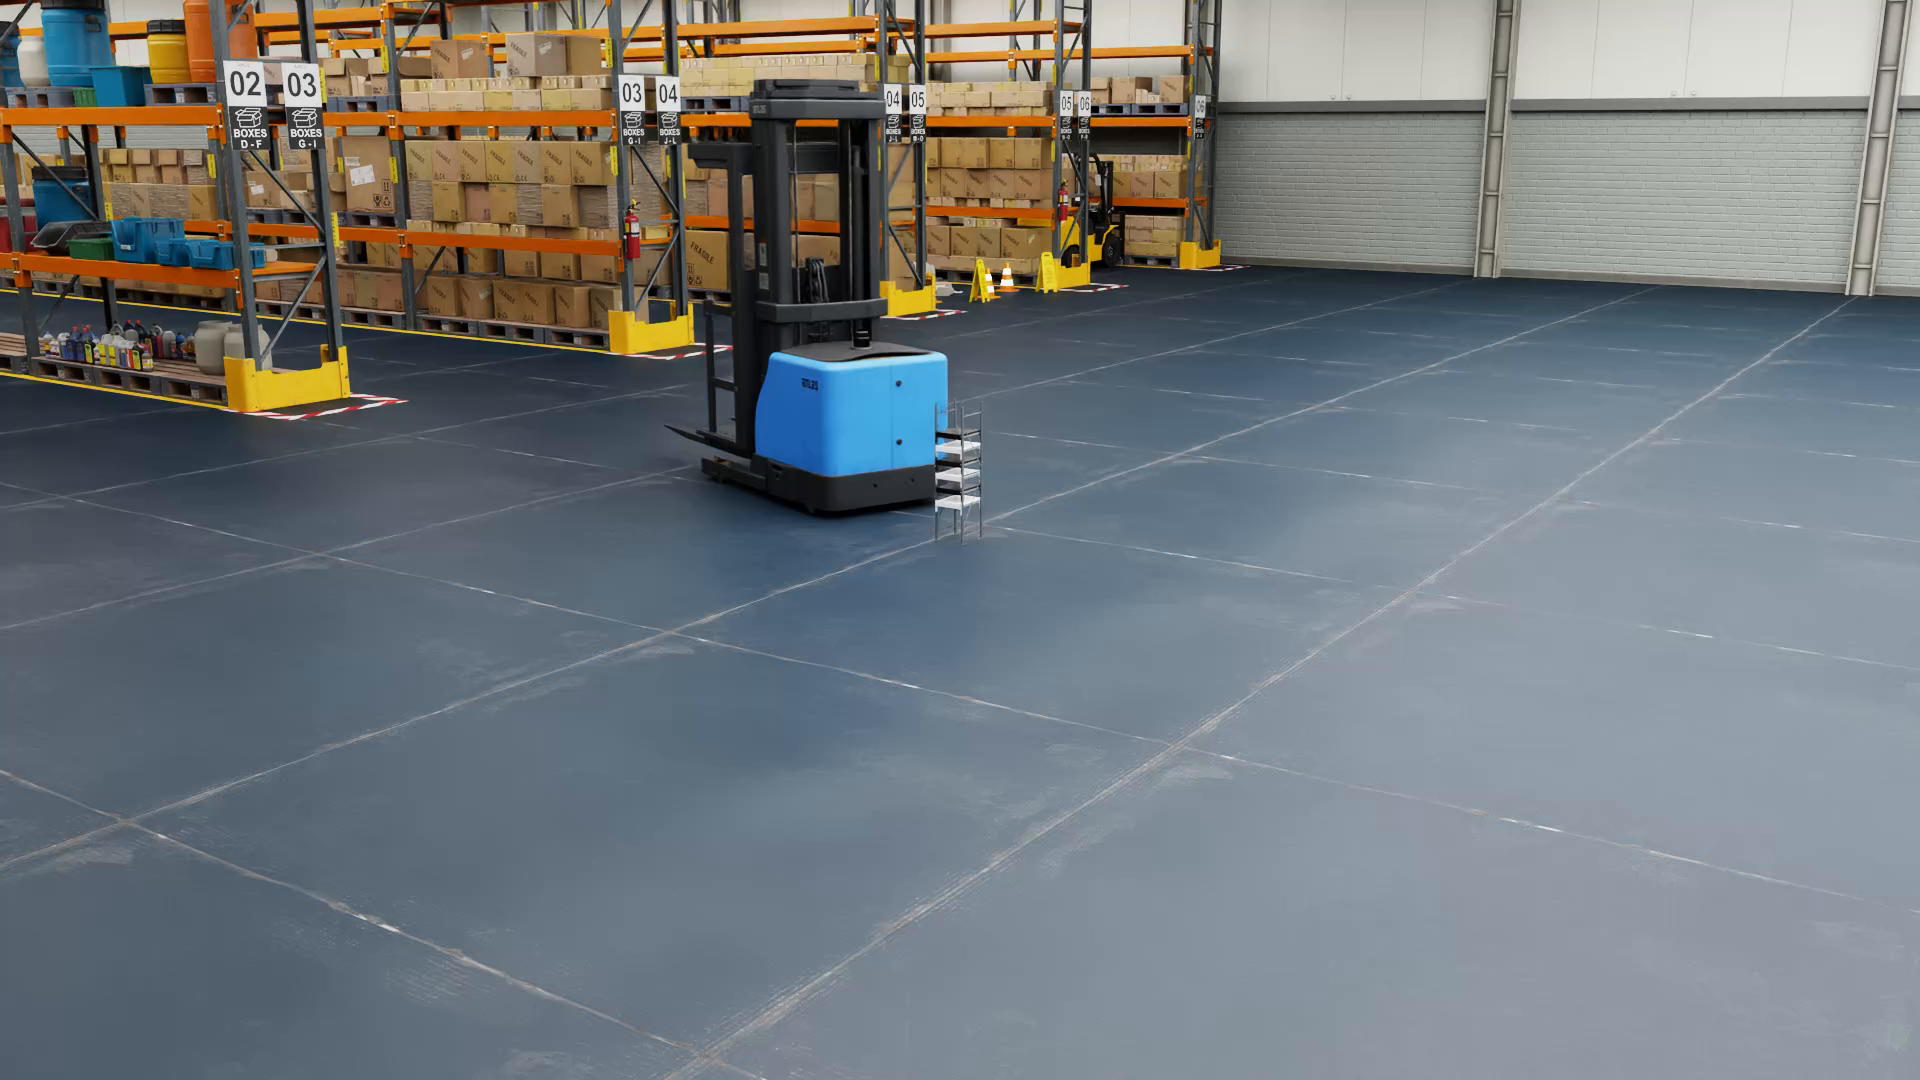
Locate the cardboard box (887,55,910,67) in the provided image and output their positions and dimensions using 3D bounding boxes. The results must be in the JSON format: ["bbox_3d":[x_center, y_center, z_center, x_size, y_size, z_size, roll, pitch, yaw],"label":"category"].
[{"bbox_3d":[-0.924,-6.840,23.750,0.250,0.149,0.380,9,17,33],"label":"cardboard box"}]

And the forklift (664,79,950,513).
[{"bbox_3d":[-1.319,-1.909,12.434,1.130,2.935,3.031,-9,17,-33],"label":"forklift"}]

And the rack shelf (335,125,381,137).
[{"bbox_3d":[-12.442,-7.742,31.112,4.000,0.370,1.077,9,17,33],"label":"rack shelf"}]

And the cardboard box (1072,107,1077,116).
[{"bbox_3d":[1.760,-7.202,27.954,0.250,0.149,0.380,9,17,33],"label":"cardboard box"}]

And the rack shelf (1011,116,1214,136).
[{"bbox_3d":[2.961,-8.124,32.653,4.000,0.370,1.077,9,17,33],"label":"rack shelf"}]

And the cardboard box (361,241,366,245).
[{"bbox_3d":[-10.952,-5.564,30.877,0.250,0.149,0.380,10,17,35],"label":"cardboard box"}]

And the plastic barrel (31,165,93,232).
[{"bbox_3d":[-9.912,-3.687,18.432,0.708,0.901,0.600,9,17,33],"label":"plastic barrel"}]

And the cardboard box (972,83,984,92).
[{"bbox_3d":[0.411,-7.658,28.137,0.250,0.149,0.380,9,16,31],"label":"cardboard box"}]

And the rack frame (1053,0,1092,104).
[{"bbox_3d":[1.854,-8.671,27.122,0.127,3.000,1.000,9,17,33],"label":"rack frame"}]

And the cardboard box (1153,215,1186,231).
[{"bbox_3d":[4.065,-6.103,32.001,0.500,0.250,0.500,10,17,35],"label":"cardboard box"}]

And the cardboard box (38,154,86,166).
[{"bbox_3d":[-14.165,-5.836,26.288,0.500,0.500,0.500,10,17,34],"label":"cardboard box"}]

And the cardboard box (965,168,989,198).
[{"bbox_3d":[0.424,-6.105,28.416,0.500,0.500,0.500,9,17,33],"label":"cardboard box"}]

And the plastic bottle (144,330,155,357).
[{"bbox_3d":[-8.674,-2.105,17.820,0.133,0.283,0.061,9,17,33],"label":"plastic bottle"}]

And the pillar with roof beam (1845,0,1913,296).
[{"bbox_3d":[12.101,-7.466,22.257,0.400,9.000,9.100,9,17,33],"label":"pillar with roof beam"}]

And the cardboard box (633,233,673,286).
[{"bbox_3d":[-4.709,-4.472,26.452,0.750,0.750,1.050,9,17,33],"label":"cardboard box"}]

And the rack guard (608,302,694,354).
[{"bbox_3d":[-3.740,-2.579,20.203,0.348,0.500,1.175,9,17,33],"label":"rack guard"}]

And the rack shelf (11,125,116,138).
[{"bbox_3d":[-15.294,-6.767,27.172,4.000,0.370,1.077,9,17,33],"label":"rack shelf"}]

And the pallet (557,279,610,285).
[{"bbox_3d":[-5.843,-4.193,27.321,1.213,0.211,1.003,9,17,33],"label":"pallet"}]

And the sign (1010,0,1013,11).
[{"bbox_3d":[1.009,-10.579,32.724,0.005,0.325,0.100,9,17,33],"label":"sign"}]

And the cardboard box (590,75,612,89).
[{"bbox_3d":[-4.082,-5.334,19.370,0.250,0.149,0.380,9,17,33],"label":"cardboard box"}]

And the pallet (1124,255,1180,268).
[{"bbox_3d":[3.963,-5.489,32.559,1.213,0.211,1.003,9,17,33],"label":"pallet"}]

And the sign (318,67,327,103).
[{"bbox_3d":[-6.131,-4.365,15.951,0.005,0.325,0.100,9,17,33],"label":"sign"}]

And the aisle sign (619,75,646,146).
[{"bbox_3d":[-3.793,-4.976,19.274,0.004,0.787,0.394,9,17,33],"label":"aisle sign"}]

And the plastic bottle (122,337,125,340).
[{"bbox_3d":[-8.751,-1.982,17.342,0.135,0.276,0.152,9,17,33],"label":"plastic bottle"}]

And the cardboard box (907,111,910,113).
[{"bbox_3d":[-0.705,-7.439,28.914,0.250,0.149,0.380,10,17,34],"label":"cardboard box"}]

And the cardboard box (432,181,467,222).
[{"bbox_3d":[-6.262,-4.365,21.388,0.500,0.500,0.875,9,17,33],"label":"cardboard box"}]

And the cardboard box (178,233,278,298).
[{"bbox_3d":[-10.876,-4.125,24.791,0.875,0.875,1.225,8,16,30],"label":"cardboard box"}]

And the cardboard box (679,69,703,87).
[{"bbox_3d":[-3.895,-6.953,25.037,0.500,0.250,0.500,9,17,33],"label":"cardboard box"}]

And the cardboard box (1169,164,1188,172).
[{"bbox_3d":[4.177,-7.103,31.716,0.250,0.149,0.380,9,17,34],"label":"cardboard box"}]

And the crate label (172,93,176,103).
[{"bbox_3d":[-7.810,-4.496,16.809,0.408,0.251,0.502,9,17,33],"label":"crate label"}]

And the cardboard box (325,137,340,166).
[{"bbox_3d":[-11.323,-7.055,30.171,0.500,0.500,0.500,9,16,31],"label":"cardboard box"}]

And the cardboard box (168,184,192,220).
[{"bbox_3d":[-11.273,-4.989,24.526,0.500,0.500,0.500,9,17,32],"label":"cardboard box"}]

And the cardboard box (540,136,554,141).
[{"bbox_3d":[-8.537,-8.194,34.045,0.250,0.149,0.380,9,16,32],"label":"cardboard box"}]

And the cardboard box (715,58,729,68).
[{"bbox_3d":[-3.399,-7.049,24.597,0.250,0.149,0.380,9,16,32],"label":"cardboard box"}]

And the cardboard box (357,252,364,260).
[{"bbox_3d":[-11.126,-5.336,31.195,0.250,0.149,0.380,10,17,34],"label":"cardboard box"}]

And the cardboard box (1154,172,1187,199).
[{"bbox_3d":[4.066,-6.811,31.886,0.500,0.500,0.500,9,16,32],"label":"cardboard box"}]

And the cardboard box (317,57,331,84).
[{"bbox_3d":[-8.946,-6.453,23.156,0.500,0.500,0.500,10,17,34],"label":"cardboard box"}]

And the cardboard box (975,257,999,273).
[{"bbox_3d":[0.608,-4.753,28.631,0.500,0.250,0.500,9,17,33],"label":"cardboard box"}]

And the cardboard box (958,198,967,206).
[{"bbox_3d":[0.167,-5.853,28.748,0.250,0.149,0.380,9,17,33],"label":"cardboard box"}]

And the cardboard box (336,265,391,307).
[{"bbox_3d":[-8.343,-3.549,23.202,0.500,0.500,0.700,8,16,28],"label":"cardboard box"}]

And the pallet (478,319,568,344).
[{"bbox_3d":[-5.403,-2.719,21.368,1.213,0.211,1.003,9,17,33],"label":"pallet"}]

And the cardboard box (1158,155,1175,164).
[{"bbox_3d":[3.984,-7.289,31.851,0.250,0.149,0.380,9,17,33],"label":"cardboard box"}]

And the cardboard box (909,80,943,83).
[{"bbox_3d":[-0.708,-9.296,34.602,0.500,0.500,0.500,10,17,34],"label":"cardboard box"}]

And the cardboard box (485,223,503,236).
[{"bbox_3d":[-5.733,-3.910,20.898,0.250,0.149,0.380,9,17,33],"label":"cardboard box"}]

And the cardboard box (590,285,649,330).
[{"bbox_3d":[-4.186,-2.860,20.463,0.500,0.500,0.500,13,19,43],"label":"cardboard box"}]

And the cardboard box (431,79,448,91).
[{"bbox_3d":[-6.425,-5.728,20.959,0.250,0.149,0.380,9,17,33],"label":"cardboard box"}]

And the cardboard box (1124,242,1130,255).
[{"bbox_3d":[3.237,-5.755,32.679,0.500,0.250,0.500,9,17,33],"label":"cardboard box"}]

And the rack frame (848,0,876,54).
[{"bbox_3d":[-2.017,-10.734,35.456,0.127,3.000,1.000,9,17,33],"label":"rack frame"}]

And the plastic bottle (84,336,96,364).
[{"bbox_3d":[-9.052,-1.980,17.315,0.133,0.283,0.061,10,17,35],"label":"plastic bottle"}]

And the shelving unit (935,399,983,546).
[{"bbox_3d":[-0.007,-0.438,10.719,0.210,0.900,0.258,9,17,33],"label":"shelving unit"}]

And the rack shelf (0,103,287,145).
[{"bbox_3d":[-8.101,-4.170,16.681,4.000,0.370,1.077,9,17,33],"label":"rack shelf"}]

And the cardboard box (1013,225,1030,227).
[{"bbox_3d":[0.882,-5.227,28.985,0.500,0.500,0.500,8,16,31],"label":"cardboard box"}]

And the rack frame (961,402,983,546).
[{"bbox_3d":[0.078,-0.424,10.664,0.006,0.900,0.240,9,17,33],"label":"rack frame"}]

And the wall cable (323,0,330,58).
[{"bbox_3d":[-15.878,-11.673,39.249,0.029,3.000,2.355,9,17,33],"label":"wall cable"}]

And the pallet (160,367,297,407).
[{"bbox_3d":[-7.202,-1.552,16.655,1.213,0.211,1.003,9,17,33],"label":"pallet"}]

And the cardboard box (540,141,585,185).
[{"bbox_3d":[-4.689,-4.551,20.058,0.500,0.500,0.500,9,17,33],"label":"cardboard box"}]

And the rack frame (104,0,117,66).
[{"bbox_3d":[-13.634,-8.304,25.641,0.127,3.000,1.000,9,17,33],"label":"rack frame"}]
